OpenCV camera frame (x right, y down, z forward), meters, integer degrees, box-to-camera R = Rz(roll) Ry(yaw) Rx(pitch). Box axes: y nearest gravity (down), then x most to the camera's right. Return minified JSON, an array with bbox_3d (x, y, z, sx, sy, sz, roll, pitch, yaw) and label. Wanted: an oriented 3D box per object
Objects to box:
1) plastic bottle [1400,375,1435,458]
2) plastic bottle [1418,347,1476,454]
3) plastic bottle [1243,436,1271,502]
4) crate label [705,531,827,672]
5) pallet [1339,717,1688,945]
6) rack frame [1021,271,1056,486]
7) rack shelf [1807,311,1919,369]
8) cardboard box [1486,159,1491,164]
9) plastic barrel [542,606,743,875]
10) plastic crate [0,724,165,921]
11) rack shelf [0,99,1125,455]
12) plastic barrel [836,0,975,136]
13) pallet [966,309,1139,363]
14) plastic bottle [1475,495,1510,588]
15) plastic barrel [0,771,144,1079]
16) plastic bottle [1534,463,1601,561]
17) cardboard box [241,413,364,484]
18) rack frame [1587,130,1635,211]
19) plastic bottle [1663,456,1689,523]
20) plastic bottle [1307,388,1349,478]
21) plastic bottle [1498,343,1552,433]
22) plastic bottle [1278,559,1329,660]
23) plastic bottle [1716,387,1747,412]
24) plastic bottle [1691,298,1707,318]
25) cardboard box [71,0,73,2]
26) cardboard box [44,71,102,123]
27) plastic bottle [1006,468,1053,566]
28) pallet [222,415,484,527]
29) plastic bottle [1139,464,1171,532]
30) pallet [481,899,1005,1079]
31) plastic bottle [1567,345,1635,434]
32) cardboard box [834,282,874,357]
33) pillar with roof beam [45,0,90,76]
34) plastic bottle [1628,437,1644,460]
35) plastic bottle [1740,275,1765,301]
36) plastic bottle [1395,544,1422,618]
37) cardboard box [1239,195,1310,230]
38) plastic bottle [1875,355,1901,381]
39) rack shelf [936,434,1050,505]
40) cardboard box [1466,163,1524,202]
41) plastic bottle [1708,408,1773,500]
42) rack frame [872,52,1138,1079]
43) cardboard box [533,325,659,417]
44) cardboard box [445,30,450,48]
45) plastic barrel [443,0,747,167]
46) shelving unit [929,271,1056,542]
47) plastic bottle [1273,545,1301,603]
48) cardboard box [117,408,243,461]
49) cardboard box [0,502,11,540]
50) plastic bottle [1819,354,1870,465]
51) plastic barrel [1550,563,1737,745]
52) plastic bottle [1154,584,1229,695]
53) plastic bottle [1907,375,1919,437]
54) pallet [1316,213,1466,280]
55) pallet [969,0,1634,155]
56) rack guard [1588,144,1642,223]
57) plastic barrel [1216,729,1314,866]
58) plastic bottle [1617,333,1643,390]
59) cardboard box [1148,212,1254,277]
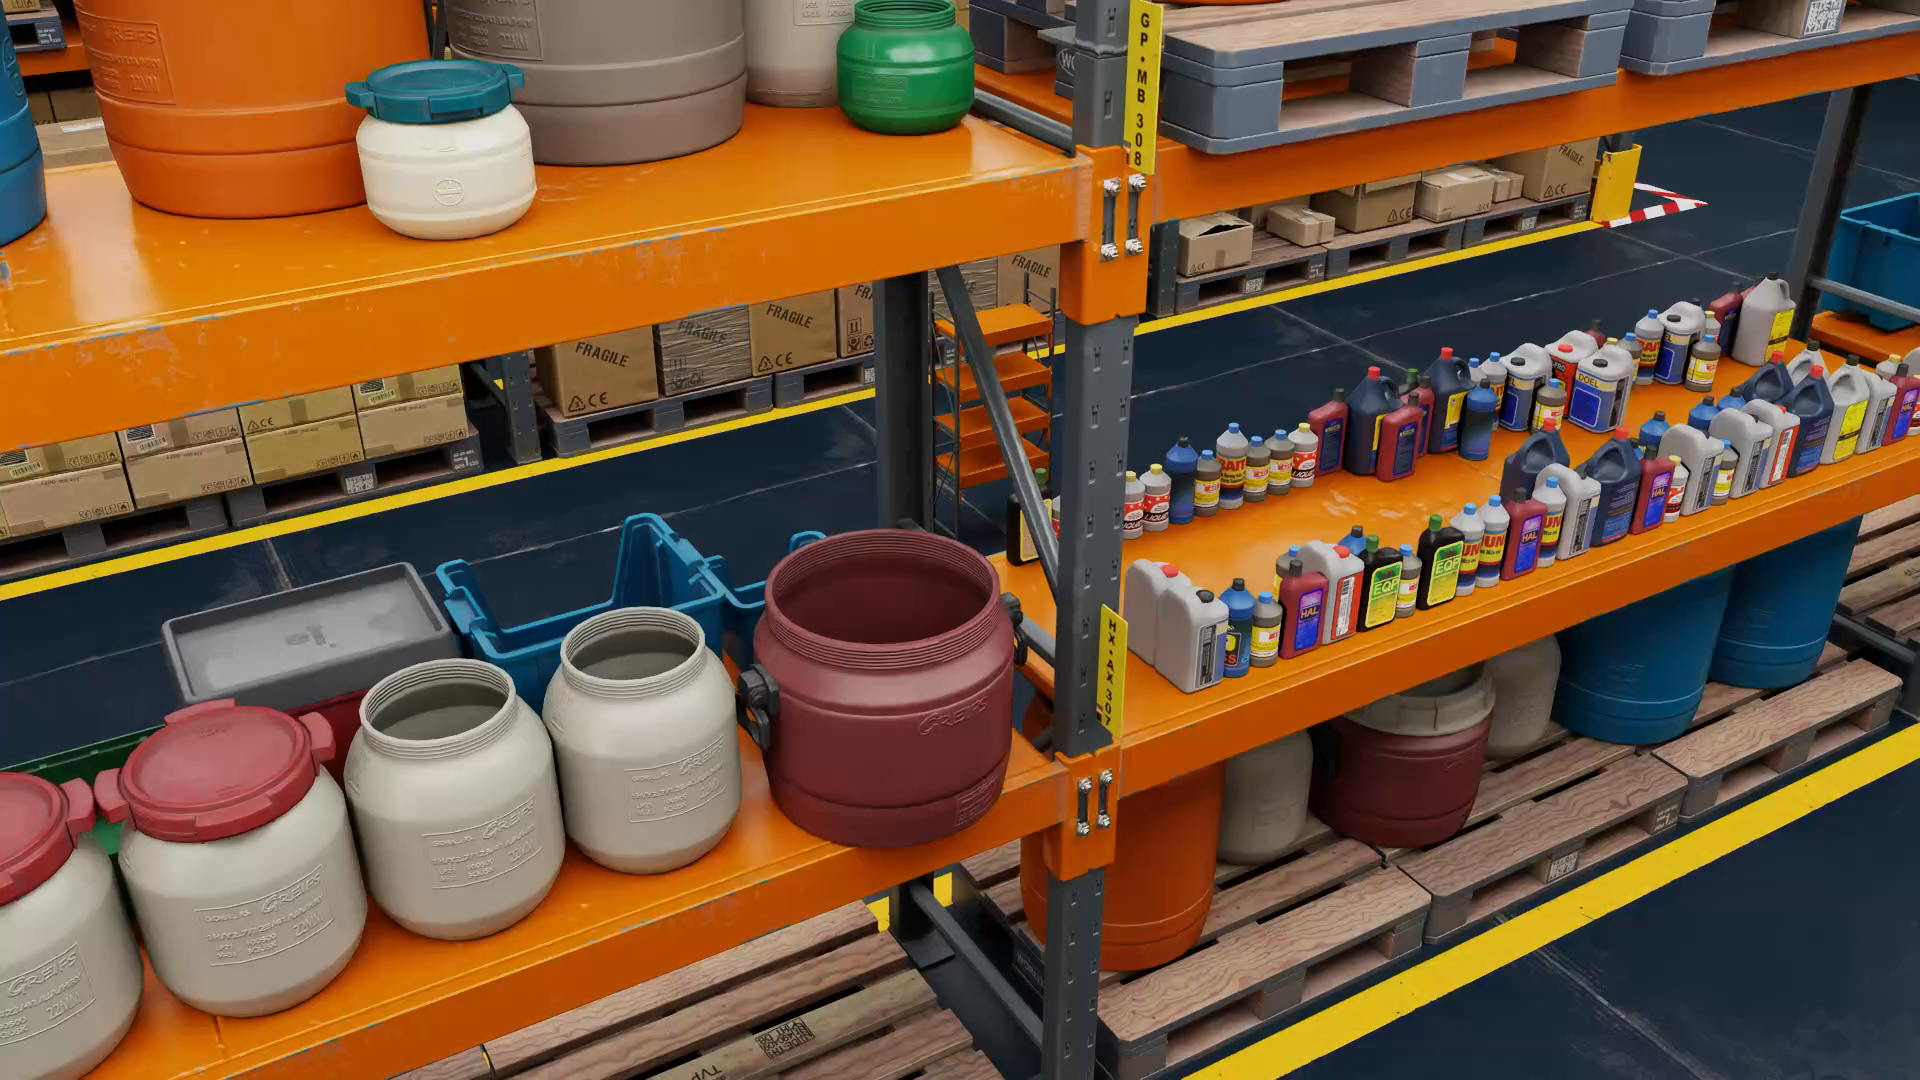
[{"bbox_3d":[1.495,-0.402,5.495,0.133,0.283,0.061,-16,33,-26],"label":"plastic bottle"},{"bbox_3d":[1.622,-0.479,5.564,0.185,0.351,0.144,-16,33,-26],"label":"plastic bottle"},{"bbox_3d":[0.932,-0.230,5.269,0.097,0.201,0.097,0,29,0],"label":"plastic bottle"},{"bbox_3d":[-0.481,0.176,4.500,0.416,0.233,0.303,-16,33,-26],"label":"crate label"},{"bbox_3d":[1.781,0.869,5.956,1.213,0.211,1.003,-16,33,-26],"label":"pallet"},{"bbox_3d":[0.353,-0.626,7.642,0.015,1.200,0.240,-16,33,-26],"label":"rack frame"},{"bbox_3d":[5.245,-0.998,7.199,4.000,0.370,1.077,-16,33,-26],"label":"rack shelf"},{"bbox_3d":[3.712,-2.799,12.194,0.250,0.166,0.380,-16,33,-26],"label":"cardboard box"},{"bbox_3d":[-0.707,0.447,3.719,0.421,0.512,0.421,0,29,0],"label":"plastic barrel"},{"bbox_3d":[-2.019,0.684,3.626,0.662,0.188,0.450,-16,33,-26],"label":"plastic crate"},{"bbox_3d":[-1.653,-0.353,2.925,4.000,0.370,1.077,-16,33,-26],"label":"rack shelf"},{"bbox_3d":[-0.115,-1.008,3.528,0.294,0.245,0.294,0,29,0],"label":"plastic barrel"},{"bbox_3d":[0.332,-1.452,10.163,1.213,0.211,1.003,-16,33,-26],"label":"pallet"},{"bbox_3d":[1.519,-0.002,4.783,0.097,0.271,0.097,0,29,0],"label":"plastic bottle"},{"bbox_3d":[-1.809,0.753,3.141,0.433,0.535,0.433,0,29,0],"label":"plastic barrel"},{"bbox_3d":[1.804,-0.101,4.957,0.135,0.276,0.152,-16,33,-26],"label":"plastic bottle"},{"bbox_3d":[-3.207,-0.531,8.018,0.500,0.250,0.500,-16,33,-27],"label":"cardboard box"},{"bbox_3d":[4.463,-3.867,11.653,0.127,3.000,1.000,-16,33,-26],"label":"rack frame"},{"bbox_3d":[2.192,-0.163,5.147,0.097,0.201,0.097,0,29,0],"label":"plastic bottle"},{"bbox_3d":[1.190,-0.350,5.400,0.133,0.283,0.061,-16,33,-26],"label":"plastic bottle"},{"bbox_3d":[1.930,-0.531,5.736,0.135,0.276,0.152,-16,33,-26],"label":"plastic bottle"},{"bbox_3d":[0.915,0.174,4.451,0.133,0.283,0.061,-16,33,-26],"label":"plastic bottle"},{"bbox_3d":[2.515,-0.371,5.450,0.097,0.271,0.097,0,29,0],"label":"plastic bottle"},{"bbox_3d":[2.699,-0.763,6.161,0.097,0.271,0.097,0,29,0],"label":"plastic bottle"},{"bbox_3d":[-5.816,-3.941,11.227,0.500,0.500,0.700,-19,34,-31],"label":"cardboard box"},{"bbox_3d":[-6.065,-3.087,11.594,0.500,0.250,0.500,-15,32,-25],"label":"cardboard box"},{"bbox_3d":[0.204,-0.070,4.893,0.133,0.283,0.061,-16,33,-26],"label":"plastic bottle"},{"bbox_3d":[-3.164,-0.503,8.442,1.213,0.211,1.003,-16,33,-26],"label":"pallet"},{"bbox_3d":[0.596,-0.135,5.096,0.097,0.201,0.097,0,29,0],"label":"plastic bottle"},{"bbox_3d":[-0.616,1.550,4.723,1.213,0.211,1.003,-16,33,-26],"label":"pallet"},{"bbox_3d":[2.207,-0.525,5.724,0.135,0.276,0.152,-16,33,-26],"label":"plastic bottle"},{"bbox_3d":[-0.566,-1.380,9.279,0.500,0.500,0.500,-17,33,-28],"label":"cardboard box"},{"bbox_3d":[-4.325,-4.847,7.219,0.400,9.000,9.100,-16,33,-26],"label":"pillar with roof beam"},{"bbox_3d":[2.047,-0.186,5.116,0.097,0.271,0.097,0,29,0],"label":"plastic bottle"},{"bbox_3d":[2.988,-0.860,6.325,0.133,0.283,0.061,-16,33,-26],"label":"plastic bottle"},{"bbox_3d":[1.236,0.108,4.655,0.097,0.201,0.097,0,29,0],"label":"plastic bottle"},{"bbox_3d":[2.008,-2.345,11.221,0.500,0.311,0.500,-16,33,-26],"label":"cardboard box"},{"bbox_3d":[3.265,-0.553,5.853,0.097,0.201,0.097,0,29,0],"label":"plastic bottle"},{"bbox_3d":[0.143,-0.333,7.662,0.480,0.148,0.258,-16,33,-26],"label":"rack shelf"},{"bbox_3d":[3.724,-2.522,11.692,0.250,0.166,0.380,-16,33,-26],"label":"cardboard box"},{"bbox_3d":[2.479,-0.292,5.303,0.135,0.276,0.152,-16,33,-26],"label":"plastic bottle"},{"bbox_3d":[0.072,0.156,4.364,0.127,3.000,1.000,-16,33,-26],"label":"rack frame"},{"bbox_3d":[-1.897,-0.999,8.588,0.500,0.500,0.500,-14,32,-24],"label":"cardboard box"},{"bbox_3d":[-3.488,-3.551,12.871,0.750,0.750,0.750,-16,33,-27],"label":"cardboard box"},{"bbox_3d":[-0.746,-1.267,3.317,0.600,0.901,0.600,0,29,0],"label":"plastic barrel"},{"bbox_3d":[0.143,-0.566,7.534,0.503,1.200,0.258,-16,33,-26],"label":"shelving unit"},{"bbox_3d":[0.928,0.111,4.651,0.097,0.201,0.097,0,29,0],"label":"plastic bottle"},{"bbox_3d":[-3.643,-0.651,7.656,0.500,0.311,0.500,-16,33,-27],"label":"cardboard box"},{"bbox_3d":[-4.523,-0.158,7.342,0.500,0.250,0.500,-17,33,-28],"label":"cardboard box"},{"bbox_3d":[2.894,-0.441,5.495,0.185,0.351,0.144,-16,33,-26],"label":"plastic bottle"},{"bbox_3d":[2.432,0.211,6.001,0.708,0.901,0.600,-16,33,-26],"label":"plastic barrel"},{"bbox_3d":[0.609,0.239,4.341,0.135,0.276,0.152,-16,33,-26],"label":"plastic bottle"},{"bbox_3d":[3.258,-0.466,5.695,0.097,0.201,0.097,0,29,0],"label":"plastic bottle"},{"bbox_3d":[2.660,-2.135,11.401,1.213,0.211,1.003,-16,33,-26],"label":"pallet"},{"bbox_3d":[0.781,-1.221,3.950,1.213,0.211,1.003,-16,33,-26],"label":"pallet"},{"bbox_3d":[4.397,-2.754,12.223,0.348,0.500,1.175,-16,33,-26],"label":"rack guard"},{"bbox_3d":[0.926,0.759,5.411,0.421,0.512,0.421,0,29,0],"label":"plastic barrel"},{"bbox_3d":[2.415,-0.652,6.032,0.097,0.201,0.097,0,29,0],"label":"plastic bottle"},{"bbox_3d":[1.486,-1.916,10.445,0.500,0.311,0.500,-16,33,-26],"label":"cardboard box"}]
